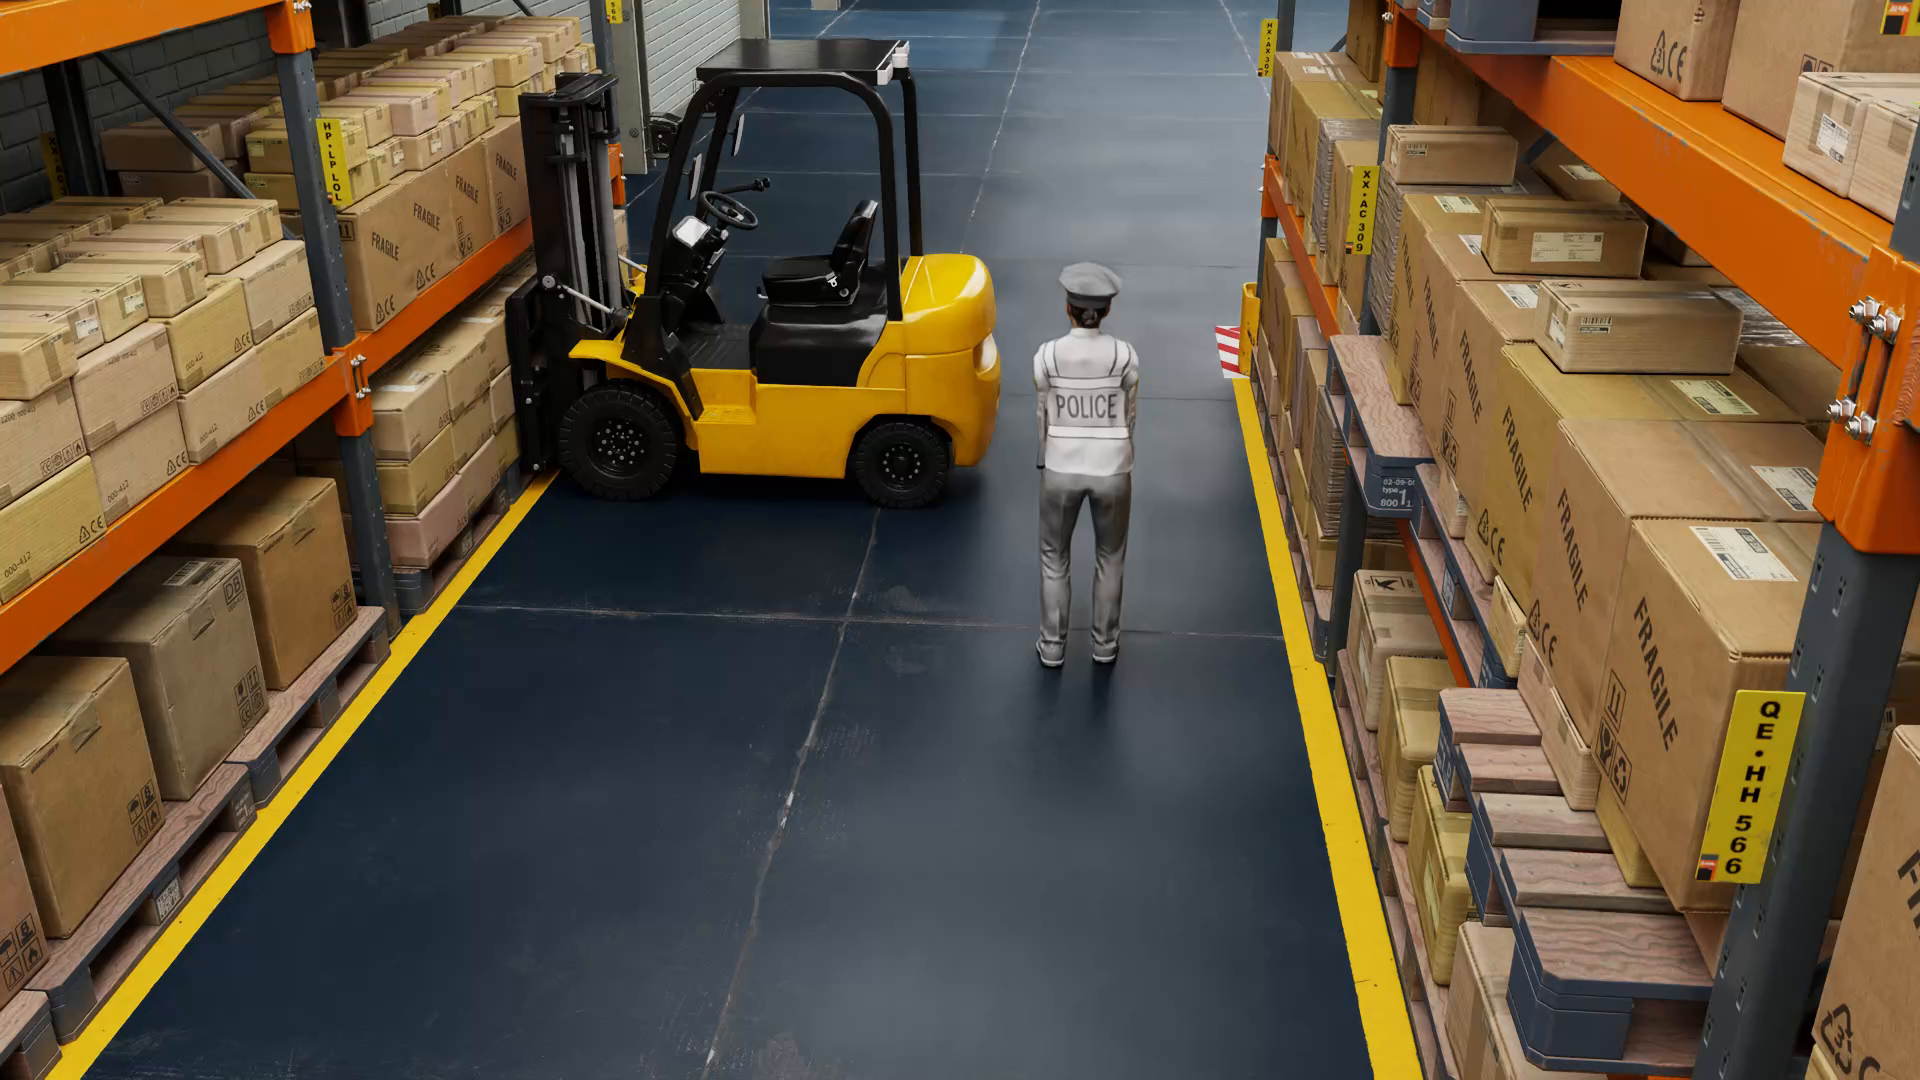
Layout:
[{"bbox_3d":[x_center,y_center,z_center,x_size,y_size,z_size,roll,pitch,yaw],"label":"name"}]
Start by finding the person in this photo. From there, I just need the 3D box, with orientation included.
[{"bbox_3d":[0.499,-0.293,6.753,0.415,1.665,0.534,1,25,3],"label":"person"}]
